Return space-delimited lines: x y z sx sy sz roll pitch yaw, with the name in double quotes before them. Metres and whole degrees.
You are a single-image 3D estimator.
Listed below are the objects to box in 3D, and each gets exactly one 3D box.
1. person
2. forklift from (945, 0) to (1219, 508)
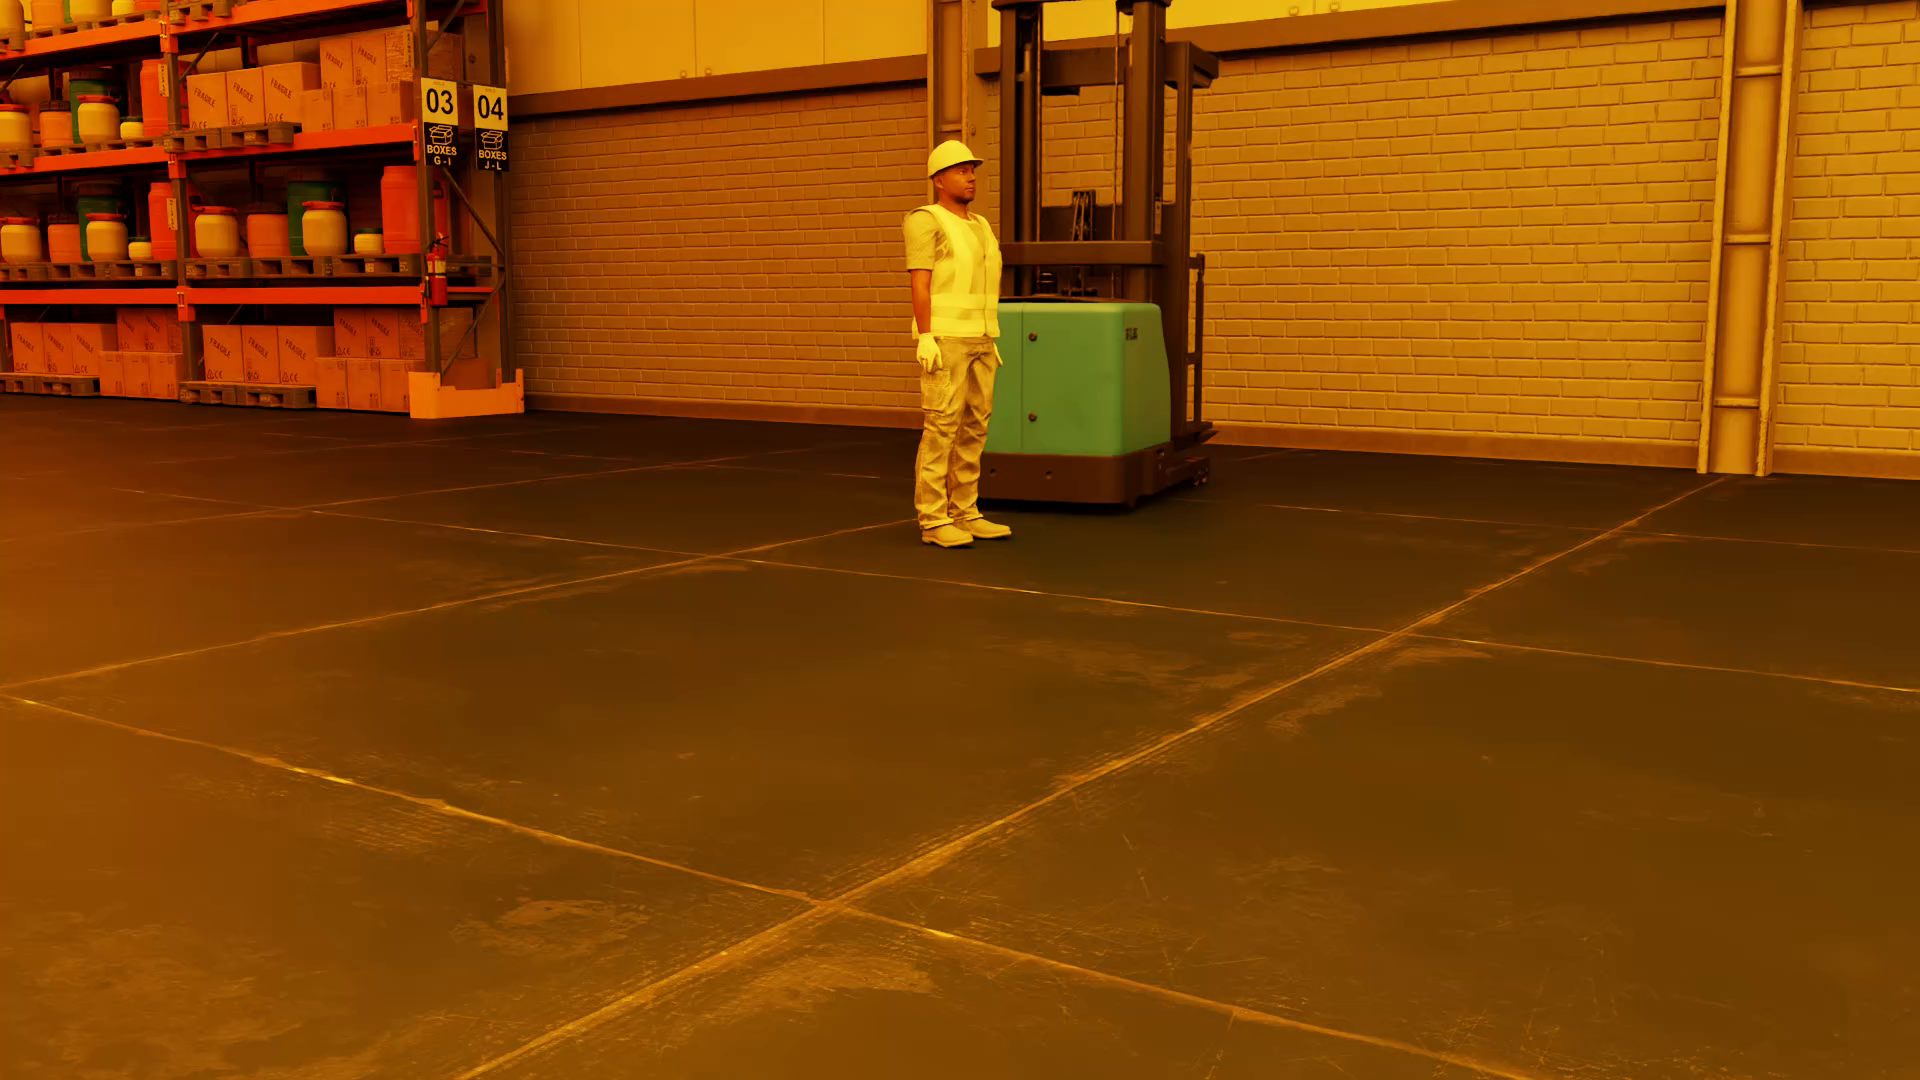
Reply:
"person" 0.003 -0.883 7.479 0.387 1.789 0.543 5 10 34
"forklift" 0.864 -1.782 9.724 1.130 2.935 3.031 3 9 21
